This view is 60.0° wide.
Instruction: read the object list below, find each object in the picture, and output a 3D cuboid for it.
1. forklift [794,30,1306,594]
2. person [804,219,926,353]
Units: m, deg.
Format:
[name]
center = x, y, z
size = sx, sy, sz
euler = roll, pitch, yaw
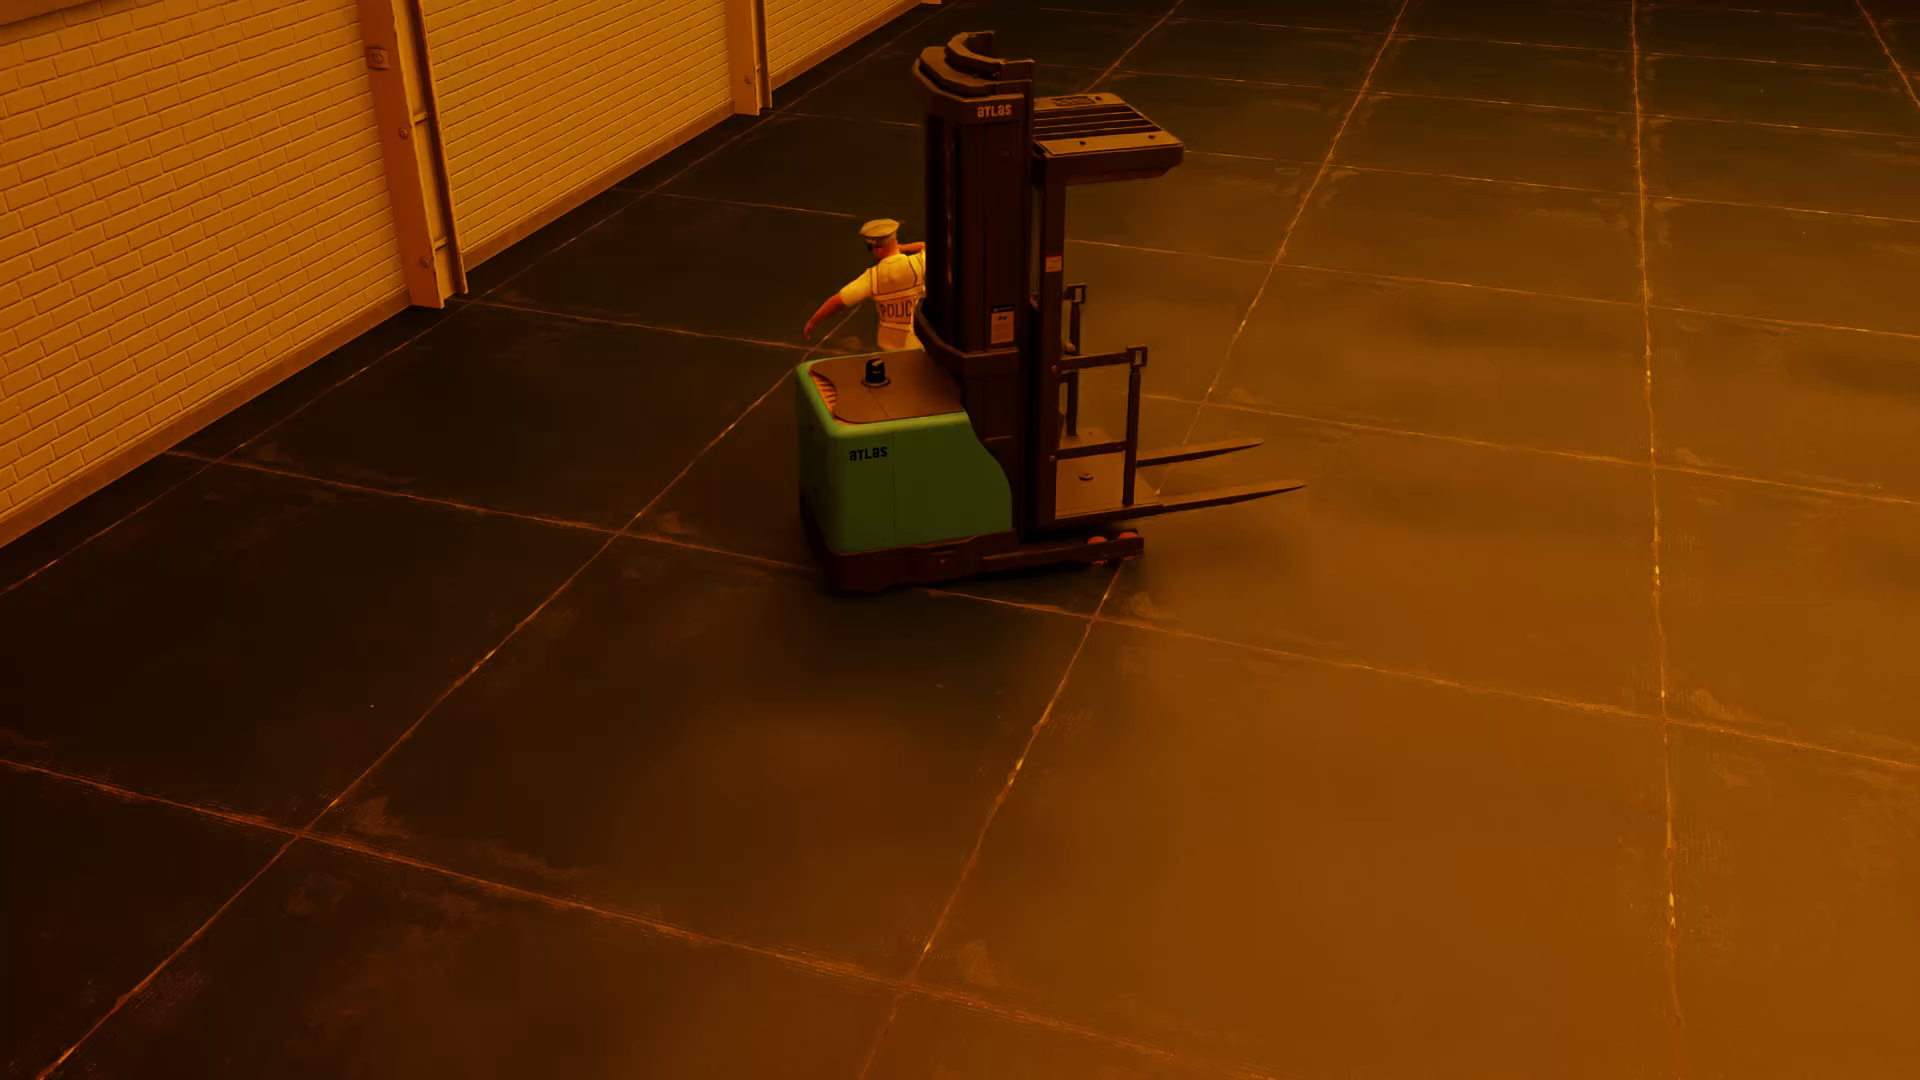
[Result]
[forklift]
center = 0.590, -1.368, 9.536
size = 3.031, 2.935, 1.130
euler = -8, 31, -14
[person]
center = -0.495, -1.439, 11.187
size = 0.824, 1.501, 0.975
euler = 23, 37, 34
